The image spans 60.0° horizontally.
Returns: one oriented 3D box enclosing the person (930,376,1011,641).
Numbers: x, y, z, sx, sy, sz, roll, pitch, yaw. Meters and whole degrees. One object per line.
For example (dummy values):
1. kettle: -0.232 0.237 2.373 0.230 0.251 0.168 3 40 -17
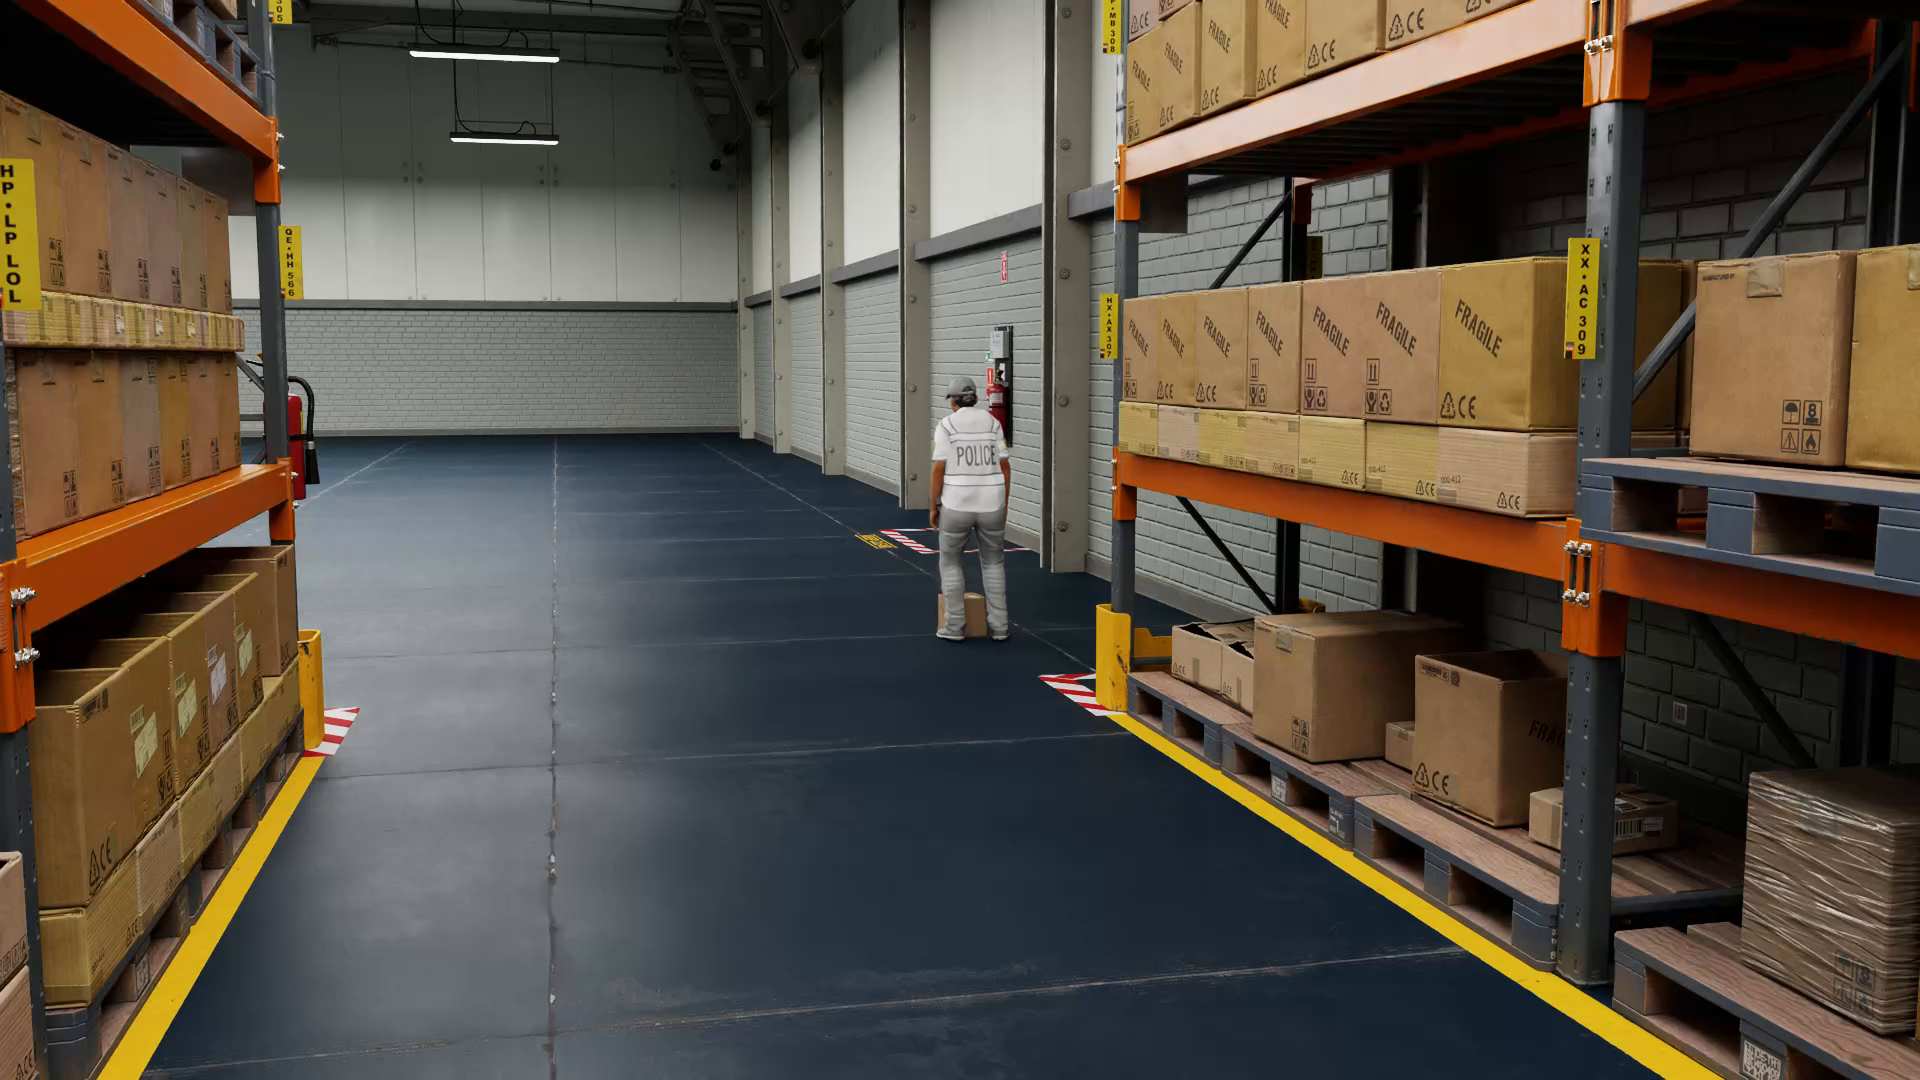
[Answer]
1. person: 0.068 -0.195 10.442 0.557 1.665 0.467 -2 7 -17
